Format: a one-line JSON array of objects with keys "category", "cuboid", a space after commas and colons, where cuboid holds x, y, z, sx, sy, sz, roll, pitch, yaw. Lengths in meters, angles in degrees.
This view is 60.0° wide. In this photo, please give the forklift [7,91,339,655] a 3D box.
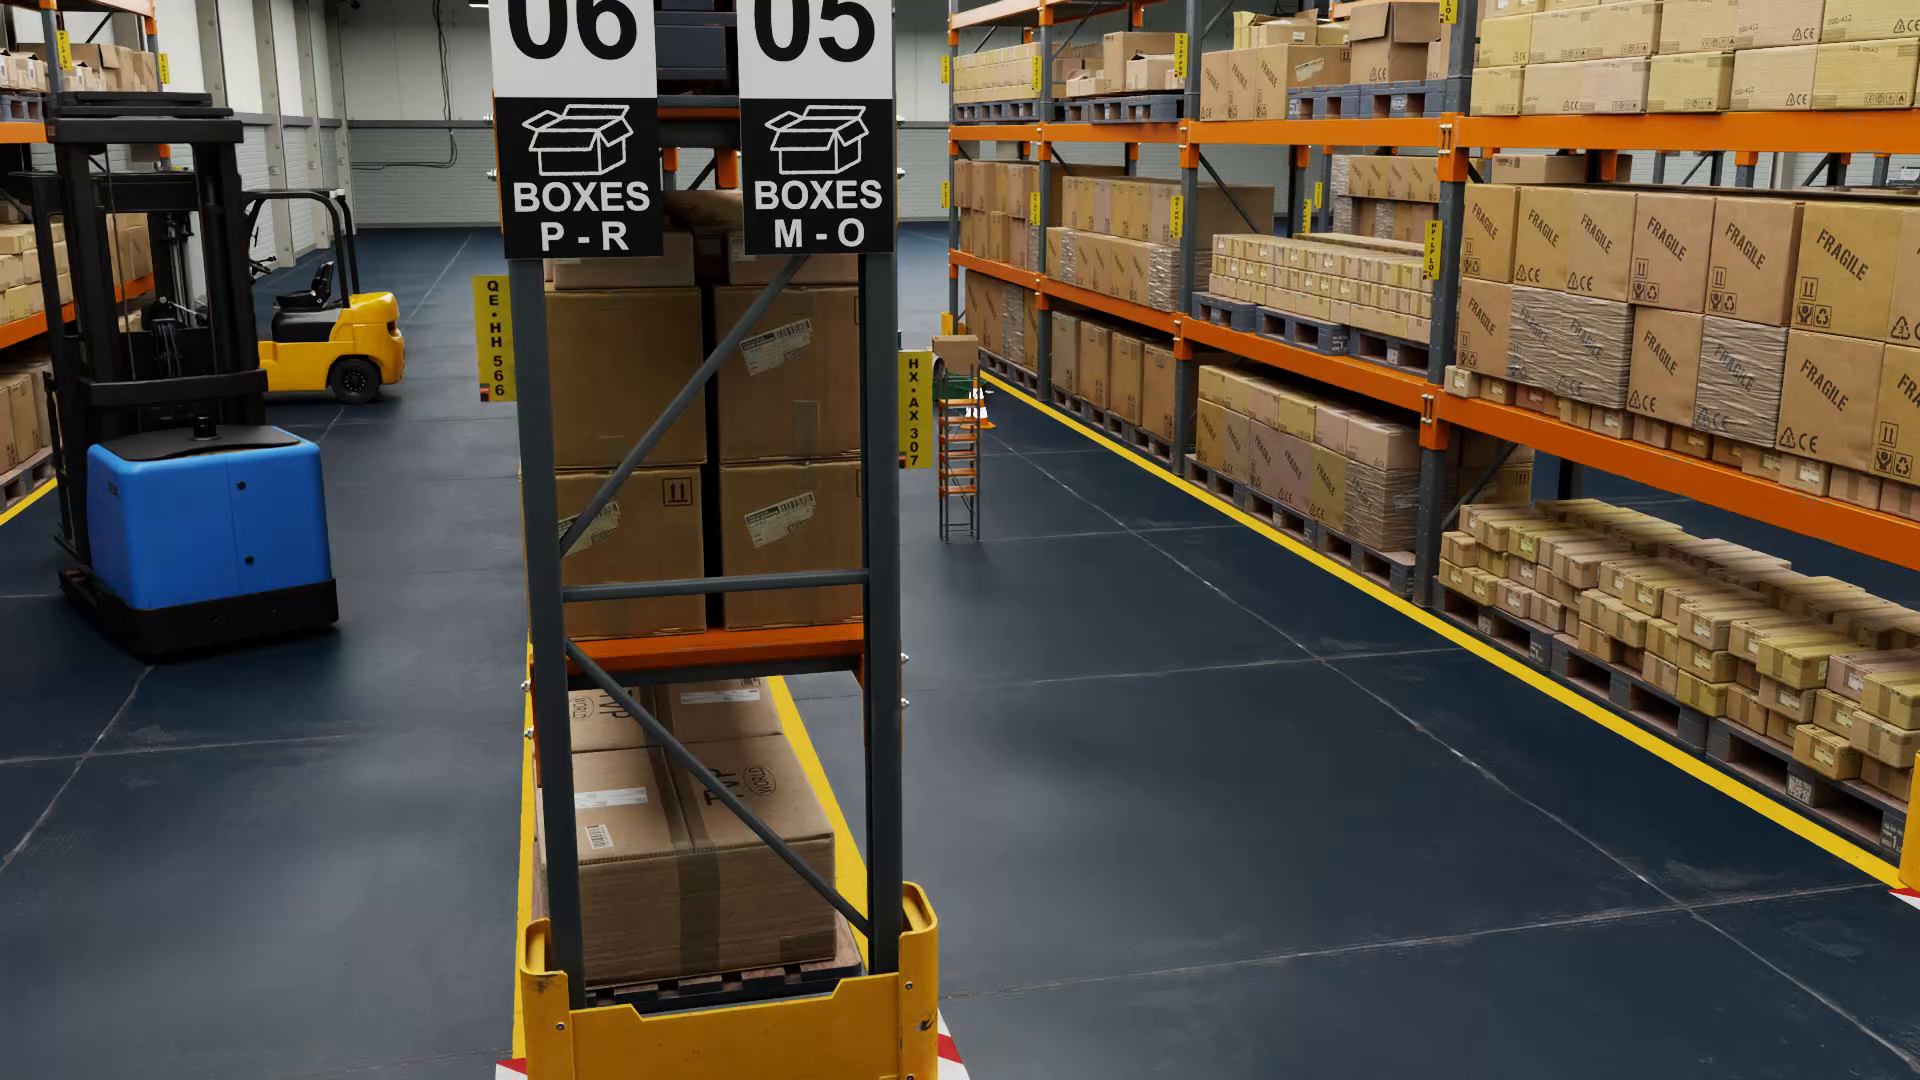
[{"category": "forklift", "cuboid": [-4.779, -1.107, 9.781, 1.130, 2.935, 3.031, -11, 17, -37]}]

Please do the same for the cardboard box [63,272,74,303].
[{"category": "cardboard box", "cuboid": [-7.936, -2.185, 14.367, 0.500, 0.250, 0.500, -3, 14, -12]}]

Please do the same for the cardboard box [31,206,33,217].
[{"category": "cardboard box", "cuboid": [-8.261, -3.012, 15.232, 0.380, 0.149, 0.250, -3, 14, -12]}]

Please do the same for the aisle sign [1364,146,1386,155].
[{"category": "aisle sign", "cuboid": [5.486, -5.406, 21.758, 0.394, 0.787, 0.004, -3, 14, -13]}]

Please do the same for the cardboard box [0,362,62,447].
[{"category": "cardboard box", "cuboid": [-8.000, -1.111, 13.773, 0.875, 0.625, 0.625, -3, 14, -14]}]

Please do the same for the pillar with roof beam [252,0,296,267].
[{"category": "pillar with roof beam", "cuboid": [-10.003, -10.378, 34.946, 9.100, 9.000, 0.400, -3, 14, -13]}]

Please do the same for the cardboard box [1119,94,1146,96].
[{"category": "cardboard box", "cuboid": [1.807, -4.301, 15.610, 0.500, 0.250, 0.500, -3, 14, -14]}]

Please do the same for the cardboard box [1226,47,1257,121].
[{"category": "cardboard box", "cuboid": [2.243, -3.258, 11.911, 0.500, 0.500, 0.500, -3, 14, -13]}]

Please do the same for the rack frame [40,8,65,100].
[{"category": "rack frame", "cuboid": [-8.308, -5.274, 14.053, 1.000, 3.000, 0.127, -3, 14, -13]}]

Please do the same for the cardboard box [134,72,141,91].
[{"category": "cardboard box", "cuboid": [-8.698, -4.694, 17.188, 0.396, 0.266, 0.258, -3, 14, -13]}]

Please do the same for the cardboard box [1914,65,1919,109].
[{"category": "cardboard box", "cuboid": [3.758, -1.643, 5.826, 0.500, 0.250, 0.500, -4, 14, -14]}]

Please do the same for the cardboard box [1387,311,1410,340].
[{"category": "cardboard box", "cuboid": [2.835, -1.313, 10.127, 0.380, 0.149, 0.250, -3, 14, -13]}]

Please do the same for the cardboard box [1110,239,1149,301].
[{"category": "cardboard box", "cuboid": [1.643, -2.382, 14.645, 0.500, 0.500, 0.500, -4, 14, -14]}]

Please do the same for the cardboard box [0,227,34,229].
[{"category": "cardboard box", "cuboid": [-7.928, -2.539, 13.922, 0.380, 0.149, 0.250, -3, 14, -13]}]

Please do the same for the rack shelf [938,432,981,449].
[{"category": "rack shelf", "cuboid": [-0.003, -0.660, 11.280, 0.258, 0.103, 0.180, -3, 14, -13]}]

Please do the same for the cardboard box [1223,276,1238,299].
[{"category": "cardboard box", "cuboid": [2.215, -1.919, 12.607, 0.380, 0.149, 0.250, -3, 14, -10]}]

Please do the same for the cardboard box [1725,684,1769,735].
[{"category": "cardboard box", "cuboid": [3.588, 0.727, 7.252, 0.380, 0.149, 0.250, -3, 14, -13]}]

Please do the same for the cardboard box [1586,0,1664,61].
[{"category": "cardboard box", "cuboid": [3.279, -2.362, 7.716, 0.500, 0.250, 0.500, -3, 14, -12]}]

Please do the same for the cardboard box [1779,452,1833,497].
[{"category": "cardboard box", "cuboid": [3.592, -0.280, 6.781, 0.380, 0.149, 0.250, -3, 14, -12]}]

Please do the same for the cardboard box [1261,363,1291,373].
[{"category": "cardboard box", "cuboid": [2.658, -1.225, 12.921, 0.500, 0.250, 0.500, -4, 14, -15]}]

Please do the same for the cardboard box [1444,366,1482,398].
[{"category": "cardboard box", "cuboid": [2.931, -0.885, 9.260, 0.380, 0.149, 0.250, -3, 14, -11]}]

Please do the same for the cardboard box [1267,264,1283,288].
[{"category": "cardboard box", "cuboid": [2.410, -1.878, 11.811, 0.380, 0.149, 0.250, -3, 14, -13]}]

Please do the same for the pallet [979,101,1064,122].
[{"category": "pallet", "cuboid": [0.838, -4.821, 18.705, 1.003, 0.211, 1.213, -3, 14, -13]}]

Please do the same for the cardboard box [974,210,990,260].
[{"category": "cardboard box", "cuboid": [0.655, -3.587, 19.473, 0.875, 0.550, 0.550, -3, 14, -13]}]

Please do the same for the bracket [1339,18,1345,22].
[{"category": "bracket", "cuboid": [12.614, -17.034, 54.603, 0.235, 0.232, 0.430, -3, 14, -13]}]

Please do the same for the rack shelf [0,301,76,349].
[{"category": "rack shelf", "cuboid": [-7.839, -1.549, 12.962, 1.077, 0.370, 4.000, -3, 14, -13]}]

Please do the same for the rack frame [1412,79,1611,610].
[{"category": "rack frame", "cuboid": [3.182, -1.091, 9.572, 1.000, 3.000, 0.127, -3, 14, -13]}]

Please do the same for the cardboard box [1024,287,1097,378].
[{"category": "cardboard box", "cuboid": [1.224, -2.257, 17.938, 0.875, 0.875, 0.875, -3, 14, -12]}]

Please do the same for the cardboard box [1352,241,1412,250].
[{"category": "cardboard box", "cuboid": [3.039, -2.061, 11.935, 0.380, 0.149, 0.250, -3, 14, -13]}]

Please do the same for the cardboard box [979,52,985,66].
[{"category": "cardboard box", "cuboid": [0.430, -5.446, 18.832, 0.380, 0.149, 0.250, -3, 14, -14]}]

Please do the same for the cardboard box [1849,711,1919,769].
[{"category": "cardboard box", "cuboid": [3.720, 0.762, 6.481, 0.380, 0.149, 0.250, -4, 14, -15]}]

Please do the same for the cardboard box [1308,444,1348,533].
[{"category": "cardboard box", "cuboid": [2.643, -0.356, 10.945, 0.500, 0.500, 0.500, -4, 14, -15]}]

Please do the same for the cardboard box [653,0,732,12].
[{"category": "cardboard box", "cuboid": [-0.859, -1.605, 4.575, 0.500, 0.250, 0.500, -5, 14, -18]}]

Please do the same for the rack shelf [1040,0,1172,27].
[{"category": "rack shelf", "cuboid": [1.773, -4.846, 14.658, 1.077, 0.370, 4.000, -3, 14, -13]}]

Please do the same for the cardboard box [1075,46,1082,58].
[{"category": "cardboard box", "cuboid": [1.428, -5.132, 17.545, 0.380, 0.149, 0.250, -3, 14, -14]}]

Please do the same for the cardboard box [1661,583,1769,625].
[{"category": "cardboard box", "cuboid": [3.493, 0.313, 7.695, 0.380, 0.149, 0.250, -4, 14, -15]}]

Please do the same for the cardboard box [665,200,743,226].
[{"category": "cardboard box", "cuboid": [-0.985, -1.289, 6.700, 0.380, 0.149, 0.250, -4, 14, -14]}]

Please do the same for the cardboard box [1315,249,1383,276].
[{"category": "cardboard box", "cuboid": [2.593, -1.844, 11.047, 0.380, 0.149, 0.250, -4, 14, -16]}]

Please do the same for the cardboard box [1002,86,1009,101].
[{"category": "cardboard box", "cuboid": [0.668, -4.825, 17.968, 0.380, 0.149, 0.250, -3, 14, -12]}]

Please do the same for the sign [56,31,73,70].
[{"category": "sign", "cuboid": [-7.783, -4.253, 14.444, 0.100, 0.325, 0.005, -3, 14, -13]}]

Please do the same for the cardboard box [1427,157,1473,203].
[{"category": "cardboard box", "cuboid": [5.657, -4.072, 18.830, 0.500, 0.500, 0.500, -3, 14, -13]}]

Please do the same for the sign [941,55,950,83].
[{"category": "sign", "cuboid": [-0.177, -5.750, 20.313, 0.100, 0.325, 0.005, -3, 14, -13]}]

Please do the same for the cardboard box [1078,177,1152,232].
[{"category": "cardboard box", "cuboid": [1.549, -3.238, 16.043, 0.700, 0.500, 0.500, -4, 14, -14]}]

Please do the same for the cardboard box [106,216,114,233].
[{"category": "cardboard box", "cuboid": [-8.264, -2.991, 15.771, 0.380, 0.149, 0.250, -3, 14, -12]}]

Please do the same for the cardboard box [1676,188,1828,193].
[{"category": "cardboard box", "cuboid": [3.789, -1.439, 8.051, 0.500, 0.500, 0.500, -3, 14, -12]}]

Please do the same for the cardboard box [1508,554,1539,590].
[{"category": "cardboard box", "cuboid": [3.195, 0.155, 8.970, 0.380, 0.149, 0.250, -3, 14, -14]}]

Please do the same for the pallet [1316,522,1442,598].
[{"category": "pallet", "cuboid": [2.998, 0.084, 10.638, 1.003, 0.211, 1.213, -3, 14, -13]}]

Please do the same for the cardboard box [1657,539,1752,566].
[{"category": "cardboard box", "cuboid": [3.821, 0.104, 8.550, 0.380, 0.149, 0.250, -4, 14, -16]}]

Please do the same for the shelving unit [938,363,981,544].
[{"category": "shelving unit", "cuboid": [-0.003, -0.586, 11.298, 0.258, 1.200, 0.189, -3, 14, -13]}]

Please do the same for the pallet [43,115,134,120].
[{"category": "pallet", "cuboid": [-8.817, -4.250, 16.369, 1.003, 0.211, 1.213, -3, 14, -13]}]

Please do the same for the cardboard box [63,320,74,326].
[{"category": "cardboard box", "cuboid": [-8.746, -1.932, 15.819, 0.500, 0.250, 0.500, -3, 14, -14]}]

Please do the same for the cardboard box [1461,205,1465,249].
[{"category": "cardboard box", "cuboid": [6.103, -3.490, 18.554, 0.875, 0.500, 0.500, -3, 14, -13]}]

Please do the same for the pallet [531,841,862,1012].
[{"category": "pallet", "cuboid": [-0.930, 1.306, 5.638, 1.003, 0.211, 1.213, -3, 14, -13]}]

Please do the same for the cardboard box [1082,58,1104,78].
[{"category": "cardboard box", "cuboid": [1.461, -4.846, 17.216, 0.500, 0.250, 0.500, -3, 14, -13]}]
